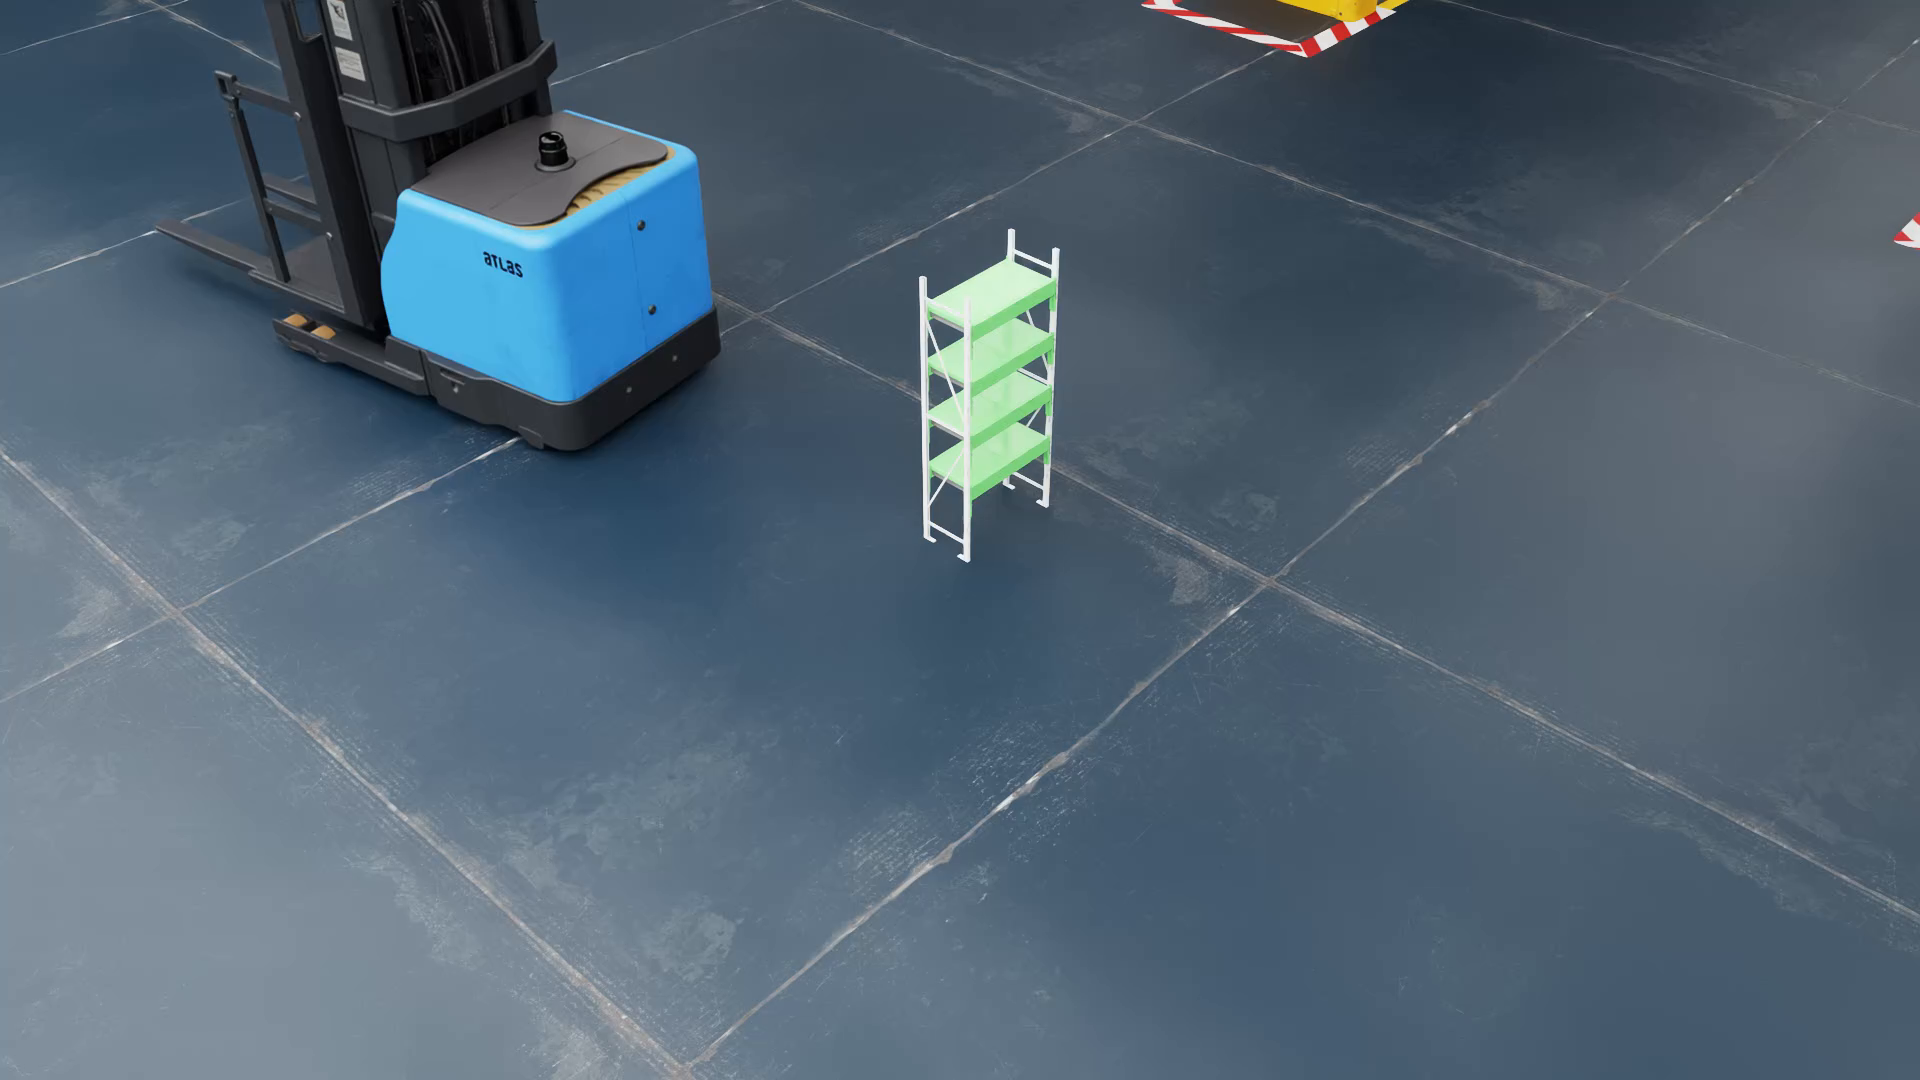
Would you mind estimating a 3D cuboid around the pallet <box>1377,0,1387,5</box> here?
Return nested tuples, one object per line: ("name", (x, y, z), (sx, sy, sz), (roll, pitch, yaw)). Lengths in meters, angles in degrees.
("pallet", (2.871, -4.205, 11.868), (1.003, 0.211, 1.213), (30, 47, 32))

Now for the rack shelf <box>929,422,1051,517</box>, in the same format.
("rack shelf", (0.112, -0.308, 6.661), (0.258, 0.148, 0.480), (30, 47, 32))

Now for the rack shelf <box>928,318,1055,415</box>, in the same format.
("rack shelf", (0.112, -0.684, 6.363), (0.258, 0.148, 0.480), (30, 47, 32))

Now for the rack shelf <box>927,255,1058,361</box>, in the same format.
("rack shelf", (0.112, -0.871, 6.213), (0.258, 0.148, 0.480), (30, 47, 32))

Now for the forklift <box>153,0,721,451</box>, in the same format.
("forklift", (-2.629, -2.233, 7.203), (3.031, 2.935, 1.130), (22, 43, 25))

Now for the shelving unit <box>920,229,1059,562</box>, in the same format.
("shelving unit", (0.112, -0.546, 6.472), (0.258, 1.200, 0.503), (30, 47, 32))

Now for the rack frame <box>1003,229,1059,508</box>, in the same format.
("rack frame", (0.276, -0.658, 6.613), (0.240, 1.200, 0.015), (30, 47, 32))

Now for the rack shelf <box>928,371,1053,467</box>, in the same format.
("rack shelf", (0.112, -0.496, 6.512), (0.258, 0.148, 0.480), (30, 47, 32))

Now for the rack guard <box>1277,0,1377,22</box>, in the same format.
("rack guard", (2.296, -3.959, 11.327), (1.175, 0.500, 0.348), (30, 47, 32))

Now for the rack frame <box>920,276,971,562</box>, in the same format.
("rack frame", (-0.053, -0.434, 6.331), (0.240, 1.200, 0.015), (30, 47, 32))
